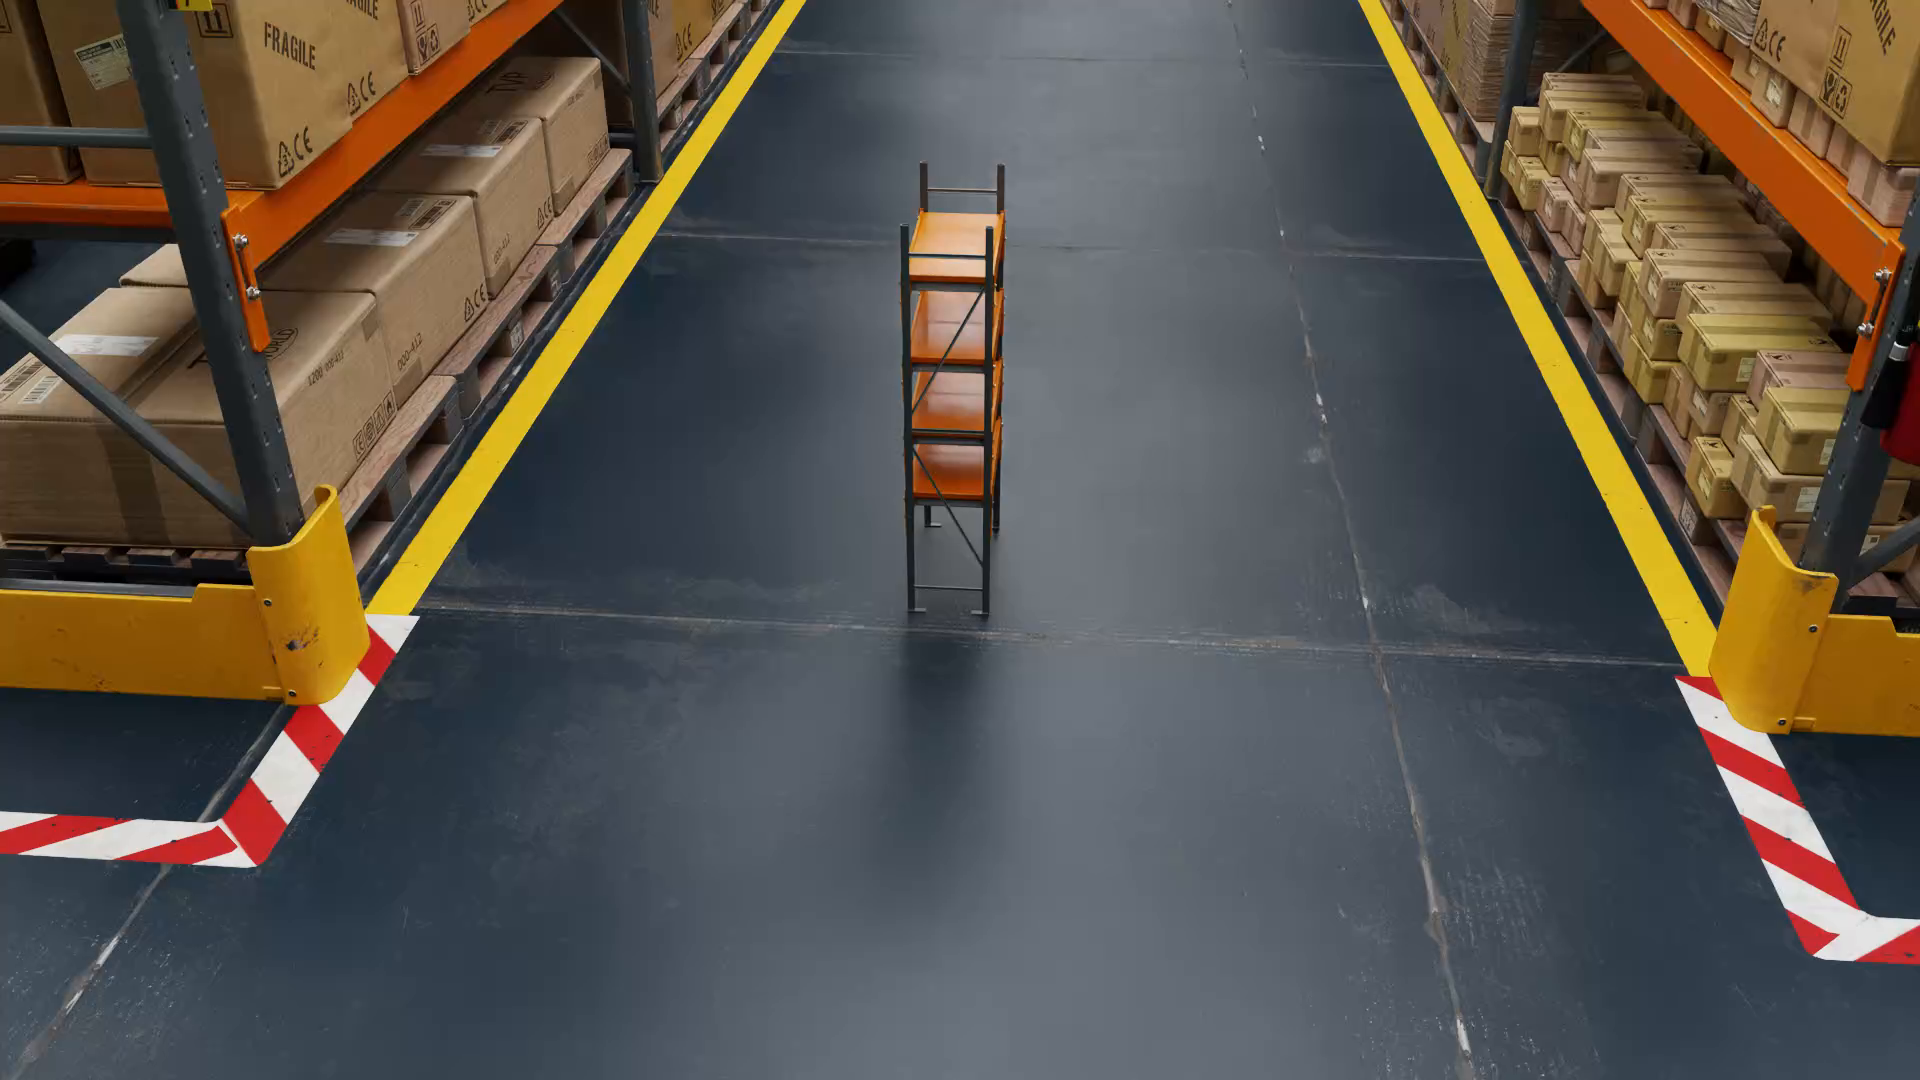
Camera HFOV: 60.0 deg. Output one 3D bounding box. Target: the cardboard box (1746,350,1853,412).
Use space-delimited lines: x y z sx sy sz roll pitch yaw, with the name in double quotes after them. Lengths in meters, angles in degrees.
2.534 -0.427 4.833 0.380 0.149 0.250 3 32 5 "cardboard box"

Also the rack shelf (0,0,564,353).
-2.114 -1.690 5.819 1.077 0.370 4.000 2 32 4 "rack shelf"

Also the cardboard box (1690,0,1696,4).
2.575 -2.002 5.260 0.500 0.500 0.500 4 32 6 "cardboard box"

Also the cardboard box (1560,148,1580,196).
2.728 -1.534 6.914 0.380 0.149 0.250 2 32 4 "cardboard box"

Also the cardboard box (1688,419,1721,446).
2.528 -0.314 5.218 0.380 0.149 0.250 2 32 4 "cardboard box"

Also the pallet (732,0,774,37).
-1.764 -3.537 10.789 1.003 0.211 1.213 2 32 4 "pallet"

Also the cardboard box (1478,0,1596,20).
2.800 -2.718 8.068 0.500 0.250 0.500 2 32 3 "cardboard box"

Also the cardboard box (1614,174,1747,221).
2.663 -1.242 6.156 0.380 0.149 0.250 1 32 2 "cardboard box"

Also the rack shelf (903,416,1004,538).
-0.013 -0.198 4.934 0.258 0.148 0.480 2 32 4 "rack shelf"

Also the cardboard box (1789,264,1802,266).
3.043 -0.976 6.008 0.380 0.149 0.250 4 32 6 "cardboard box"

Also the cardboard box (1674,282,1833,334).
2.512 -0.700 5.277 0.380 0.149 0.250 1 32 2 "cardboard box"

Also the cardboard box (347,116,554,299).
-2.181 -1.338 6.604 0.875 0.438 0.875 2 32 3 "cardboard box"

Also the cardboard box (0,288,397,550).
-2.322 -0.388 5.062 0.875 0.438 0.875 1 32 2 "cardboard box"

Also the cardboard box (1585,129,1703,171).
2.705 -1.517 6.603 0.380 0.149 0.250 2 32 3 "cardboard box"

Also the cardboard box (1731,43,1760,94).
2.522 -1.399 4.900 0.380 0.149 0.250 1 32 2 "cardboard box"

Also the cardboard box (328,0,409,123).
-1.938 -1.497 4.725 0.500 0.500 0.500 2 32 3 "cardboard box"

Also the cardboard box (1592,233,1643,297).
2.528 -0.993 6.036 0.380 0.149 0.250 3 32 4 "cardboard box"

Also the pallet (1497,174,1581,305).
2.972 -1.344 7.229 1.003 0.211 1.213 2 32 4 "pallet"

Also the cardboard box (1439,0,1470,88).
2.842 -2.664 8.696 0.500 0.500 0.500 2 32 3 "cardboard box"

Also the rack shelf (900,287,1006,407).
-0.013 -0.557 4.713 0.258 0.148 0.480 2 32 4 "rack shelf"

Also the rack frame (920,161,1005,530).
0.006 -0.552 5.002 0.240 1.200 0.015 2 32 4 "rack frame"

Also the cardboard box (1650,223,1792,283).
2.611 -0.976 5.725 0.380 0.149 0.250 1 32 2 "cardboard box"

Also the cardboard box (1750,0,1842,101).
2.493 -1.476 4.407 0.500 0.500 0.500 2 32 3 "cardboard box"

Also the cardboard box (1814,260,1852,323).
3.067 -0.823 5.476 0.380 0.149 0.250 4 32 6 "cardboard box"

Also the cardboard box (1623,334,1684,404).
2.493 -0.580 5.649 0.380 0.149 0.250 1 32 2 "cardboard box"

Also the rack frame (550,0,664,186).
-1.951 -3.042 7.327 1.000 3.000 0.127 2 32 4 "rack frame"

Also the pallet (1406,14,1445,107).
3.150 -2.743 9.500 1.003 0.211 1.213 2 32 4 "pallet"

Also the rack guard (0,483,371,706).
-2.278 0.126 4.568 1.175 0.500 0.348 2 32 4 "rack guard"

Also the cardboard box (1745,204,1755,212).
3.149 -1.253 6.457 0.380 0.149 0.250 3 32 5 "cardboard box"

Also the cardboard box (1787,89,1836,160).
2.473 -1.128 4.460 0.380 0.149 0.250 2 32 4 "cardboard box"

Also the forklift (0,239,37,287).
-4.560 -2.282 6.159 1.130 2.935 3.031 2 32 3 "forklift"

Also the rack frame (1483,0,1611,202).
2.991 -2.883 7.070 1.000 3.000 0.127 2 32 4 "rack frame"

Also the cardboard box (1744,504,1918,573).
2.500 -0.041 4.775 0.380 0.149 0.250 3 32 5 "cardboard box"

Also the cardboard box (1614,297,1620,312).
2.631 -0.851 6.089 0.380 0.149 0.250 3 32 5 "cardboard box"

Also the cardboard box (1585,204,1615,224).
2.657 -1.250 6.453 0.380 0.149 0.250 4 32 6 "cardboard box"

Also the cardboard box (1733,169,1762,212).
3.198 -1.361 6.349 0.380 0.149 0.250 1 32 2 "cardboard box"

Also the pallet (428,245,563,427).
-2.187 -0.821 6.381 1.003 0.211 1.213 2 32 4 "pallet"

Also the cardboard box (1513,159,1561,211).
2.619 -1.533 7.195 0.380 0.149 0.250 3 32 5 "cardboard box"

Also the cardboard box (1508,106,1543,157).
2.643 -1.799 7.344 0.380 0.149 0.250 4 32 6 "cardboard box"

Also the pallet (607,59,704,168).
-1.963 -2.262 8.719 1.003 0.211 1.213 2 32 4 "pallet"

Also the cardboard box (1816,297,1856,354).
3.030 -0.691 5.546 0.380 0.149 0.250 1 32 2 "cardboard box"

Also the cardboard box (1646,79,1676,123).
3.222 -1.905 7.231 0.380 0.149 0.250 3 32 5 "cardboard box"

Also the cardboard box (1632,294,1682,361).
2.494 -0.715 5.584 0.380 0.149 0.250 3 32 5 "cardboard box"

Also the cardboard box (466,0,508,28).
-1.854 -2.025 5.582 0.500 0.500 0.500 3 32 6 "cardboard box"

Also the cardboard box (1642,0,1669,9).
2.583 -1.952 5.797 0.380 0.149 0.250 4 32 6 "cardboard box"

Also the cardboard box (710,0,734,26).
-1.841 -3.584 9.831 0.875 0.875 0.875 3 32 5 "cardboard box"

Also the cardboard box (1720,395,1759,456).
2.499 -0.306 4.921 0.380 0.149 0.250 2 32 3 "cardboard box"

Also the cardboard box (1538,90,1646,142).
2.675 -1.789 7.044 0.380 0.149 0.250 4 32 6 "cardboard box"

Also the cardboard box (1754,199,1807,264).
3.059 -1.094 5.916 0.380 0.149 0.250 3 32 4 "cardboard box"

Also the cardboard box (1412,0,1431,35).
2.930 -3.199 9.564 0.500 0.500 0.500 2 32 3 "cardboard box"

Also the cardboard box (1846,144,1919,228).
2.410 -0.867 4.038 0.380 0.149 0.250 2 32 4 "cardboard box"

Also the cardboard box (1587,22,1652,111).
3.316 -2.373 8.224 0.500 0.500 0.500 4 32 6 "cardboard box"

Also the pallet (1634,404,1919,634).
2.773 -0.068 5.159 1.003 0.211 1.213 2 32 4 "pallet"

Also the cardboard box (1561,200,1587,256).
2.680 -1.266 6.762 0.380 0.149 0.250 2 32 3 "cardboard box"

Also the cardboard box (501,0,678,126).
-1.980 -2.644 8.306 0.875 0.875 0.875 3 32 6 "cardboard box"

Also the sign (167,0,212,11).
-1.724 -1.326 3.642 0.100 0.325 0.005 2 32 4 "sign"

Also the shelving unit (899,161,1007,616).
-0.013 -0.424 4.795 0.258 1.200 0.503 2 32 4 "shelving unit"

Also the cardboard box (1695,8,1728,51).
2.608 -1.677 5.351 0.380 0.149 0.250 3 32 5 "cardboard box"

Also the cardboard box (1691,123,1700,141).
3.227 -1.639 6.800 0.380 0.149 0.250 2 32 4 "cardboard box"
